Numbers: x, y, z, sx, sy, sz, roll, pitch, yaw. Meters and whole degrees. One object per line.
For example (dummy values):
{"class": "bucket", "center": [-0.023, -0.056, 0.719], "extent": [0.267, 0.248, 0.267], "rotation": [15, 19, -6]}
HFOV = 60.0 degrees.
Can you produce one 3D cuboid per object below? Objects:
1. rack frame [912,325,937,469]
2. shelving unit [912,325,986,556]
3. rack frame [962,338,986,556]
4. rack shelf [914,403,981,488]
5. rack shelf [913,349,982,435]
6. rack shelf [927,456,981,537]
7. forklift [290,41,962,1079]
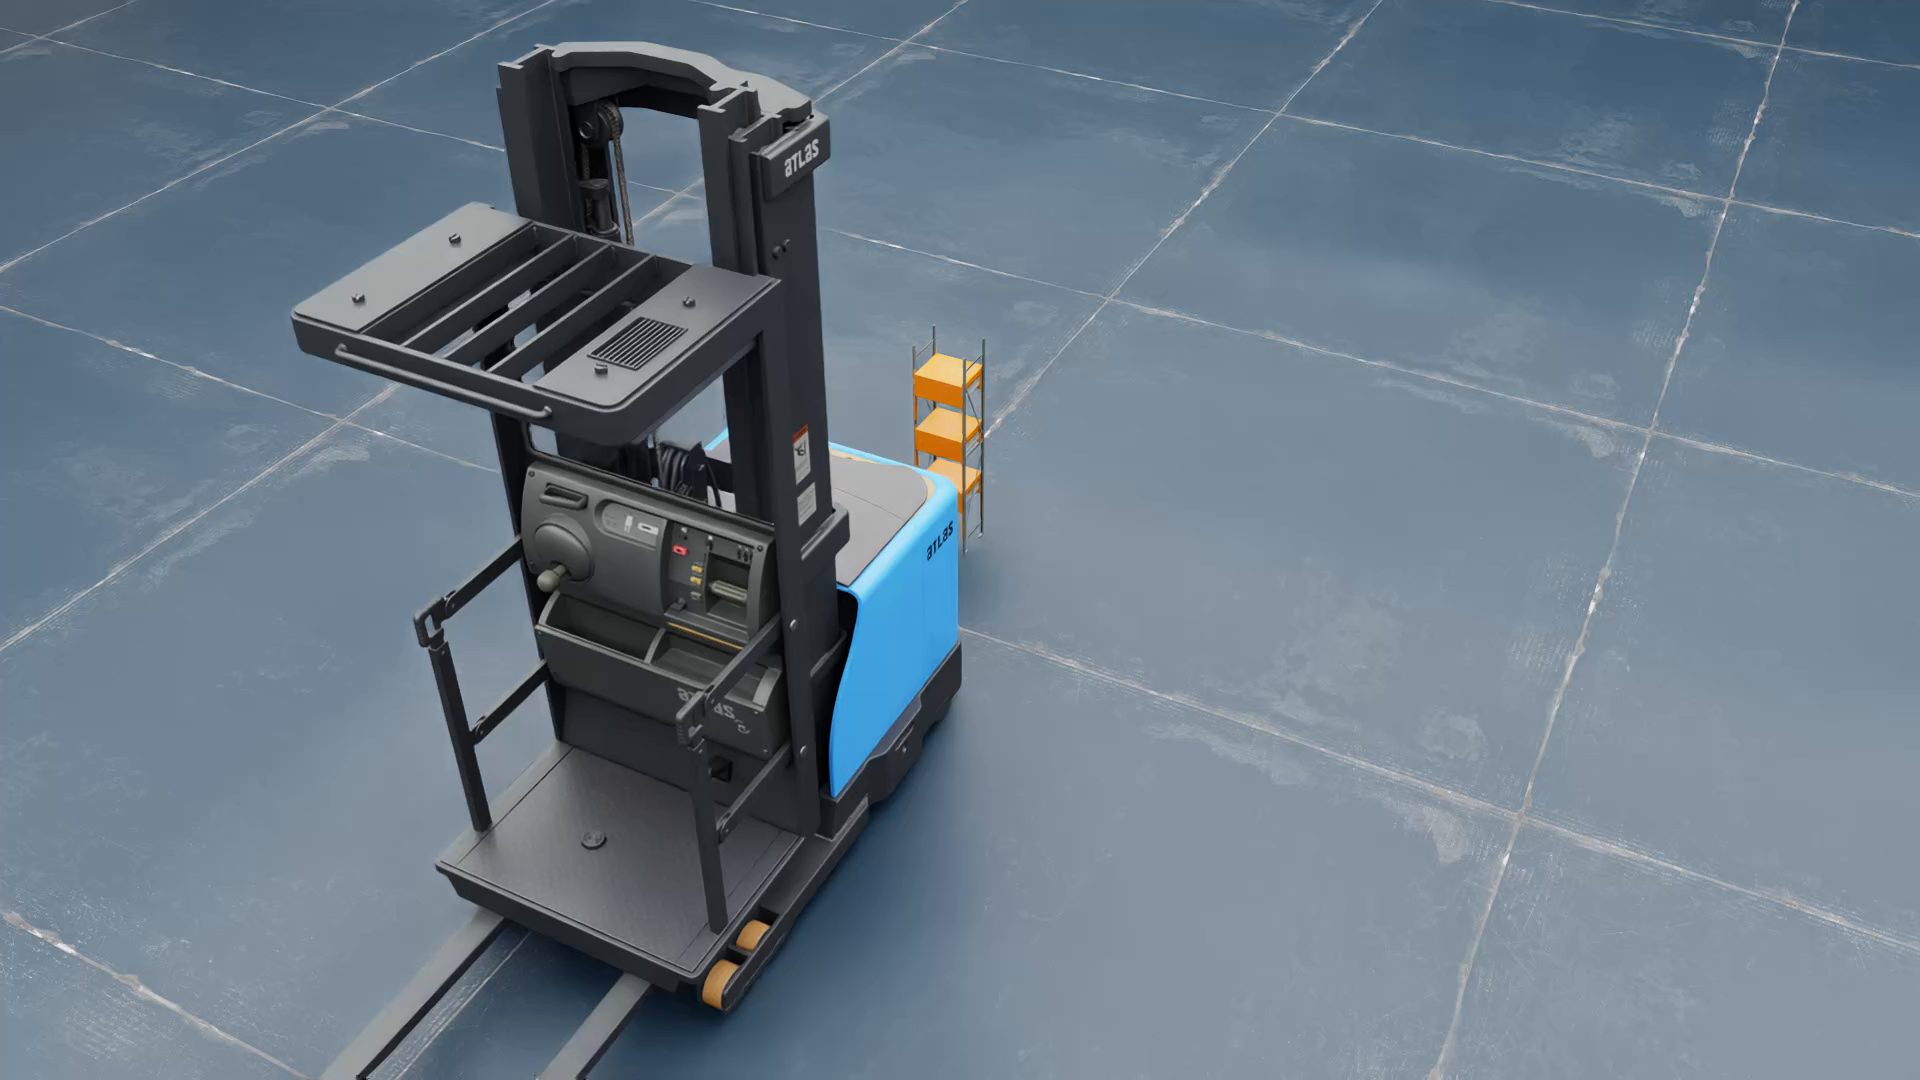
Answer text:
{"class": "rack frame", "center": [-0.156, -0.467, 7.497], "extent": [0.008, 1.050, 0.200], "rotation": [17, 41, 21]}
{"class": "shelving unit", "center": [-0.048, -0.433, 7.452], "extent": [0.252, 1.050, 0.215], "rotation": [17, 41, 21]}
{"class": "rack frame", "center": [0.061, -0.399, 7.407], "extent": [0.008, 1.050, 0.200], "rotation": [17, 41, 21]}
{"class": "rack shelf", "center": [-0.048, -0.425, 7.459], "extent": [0.240, 0.259, 0.215], "rotation": [17, 41, 21]}
{"class": "rack shelf", "center": [-0.048, -0.651, 7.287], "extent": [0.240, 0.259, 0.215], "rotation": [17, 41, 21]}
{"class": "rack shelf", "center": [-0.048, -0.203, 7.627], "extent": [0.240, 0.259, 0.215], "rotation": [17, 41, 21]}
{"class": "forklift", "center": [-1.113, 0.116, 5.173], "extent": [1.130, 2.935, 3.031], "rotation": [17, 40, 21]}
